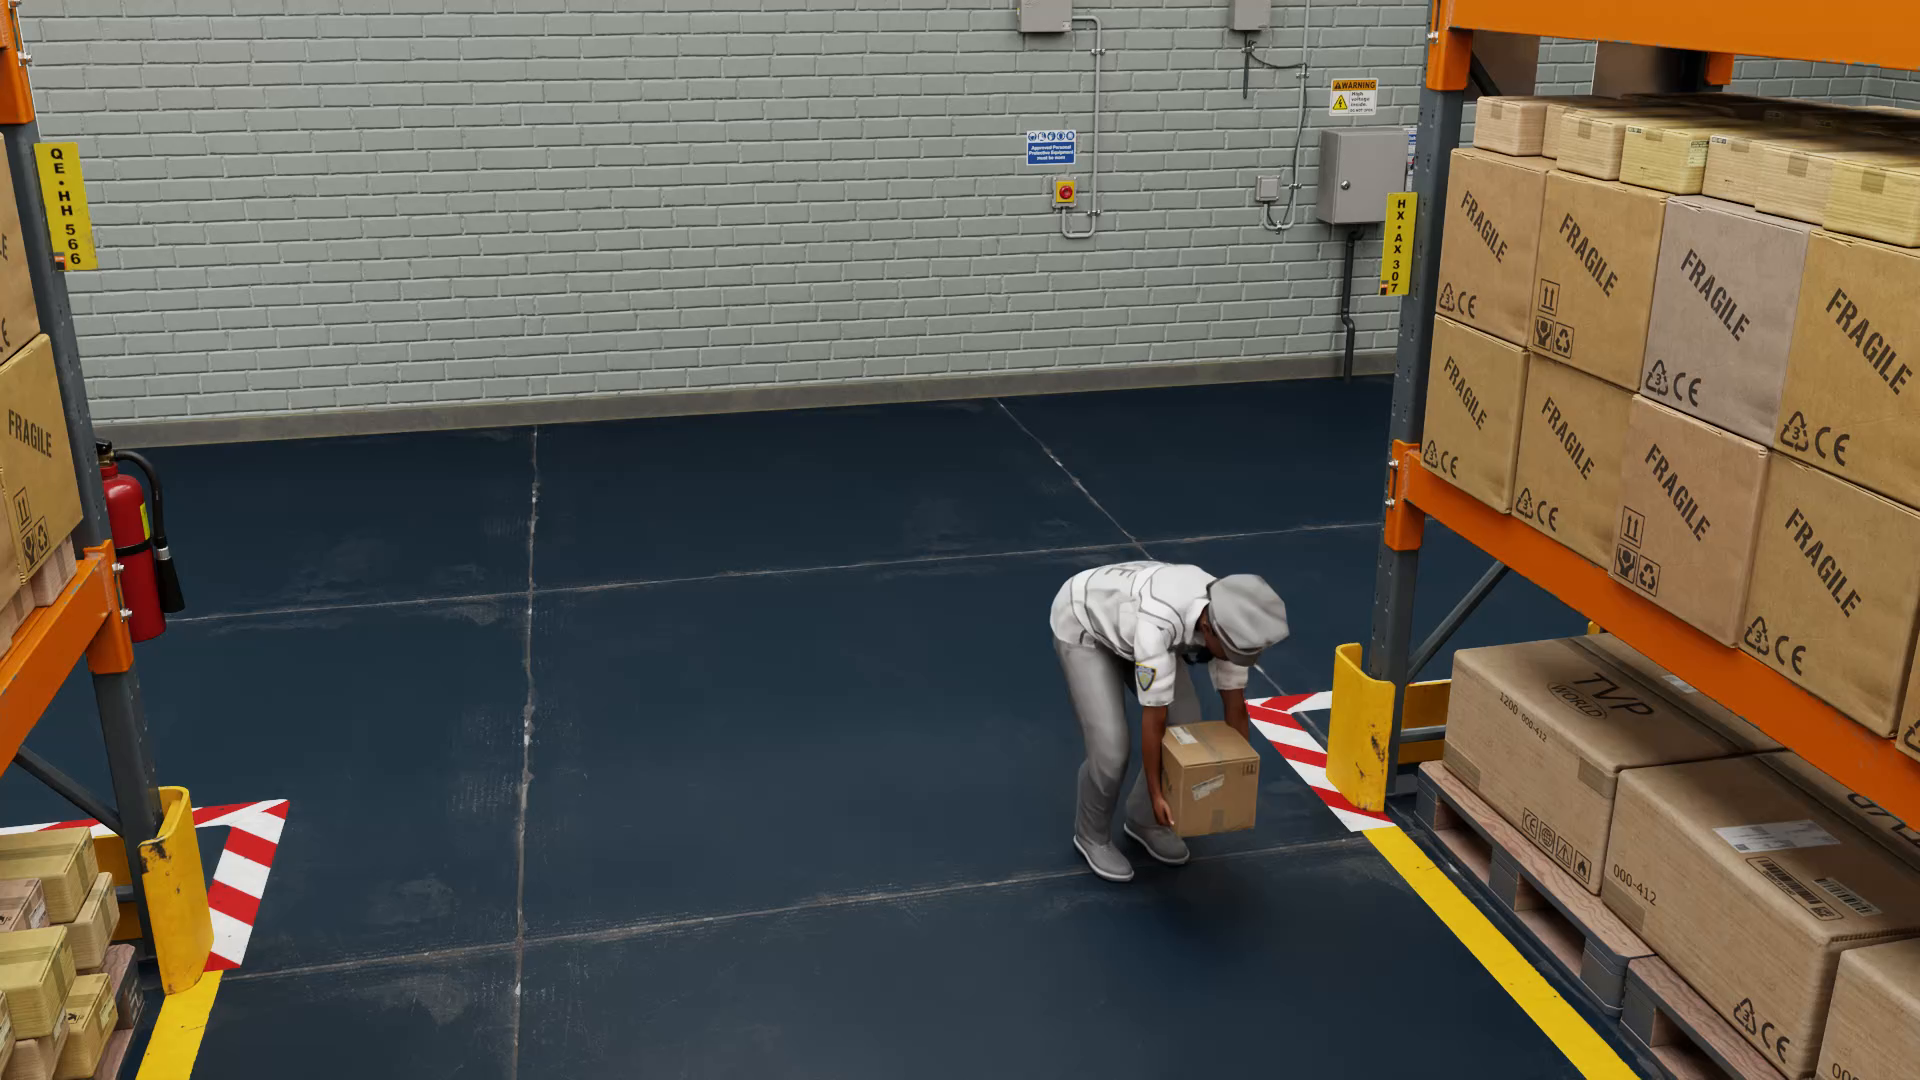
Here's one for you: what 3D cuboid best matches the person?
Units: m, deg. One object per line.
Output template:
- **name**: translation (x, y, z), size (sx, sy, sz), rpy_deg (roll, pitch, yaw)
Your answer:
- **person**: translation (0.643, 0.563, 5.278), size (0.430, 1.145, 0.926), rpy_deg (-11, 23, -29)
